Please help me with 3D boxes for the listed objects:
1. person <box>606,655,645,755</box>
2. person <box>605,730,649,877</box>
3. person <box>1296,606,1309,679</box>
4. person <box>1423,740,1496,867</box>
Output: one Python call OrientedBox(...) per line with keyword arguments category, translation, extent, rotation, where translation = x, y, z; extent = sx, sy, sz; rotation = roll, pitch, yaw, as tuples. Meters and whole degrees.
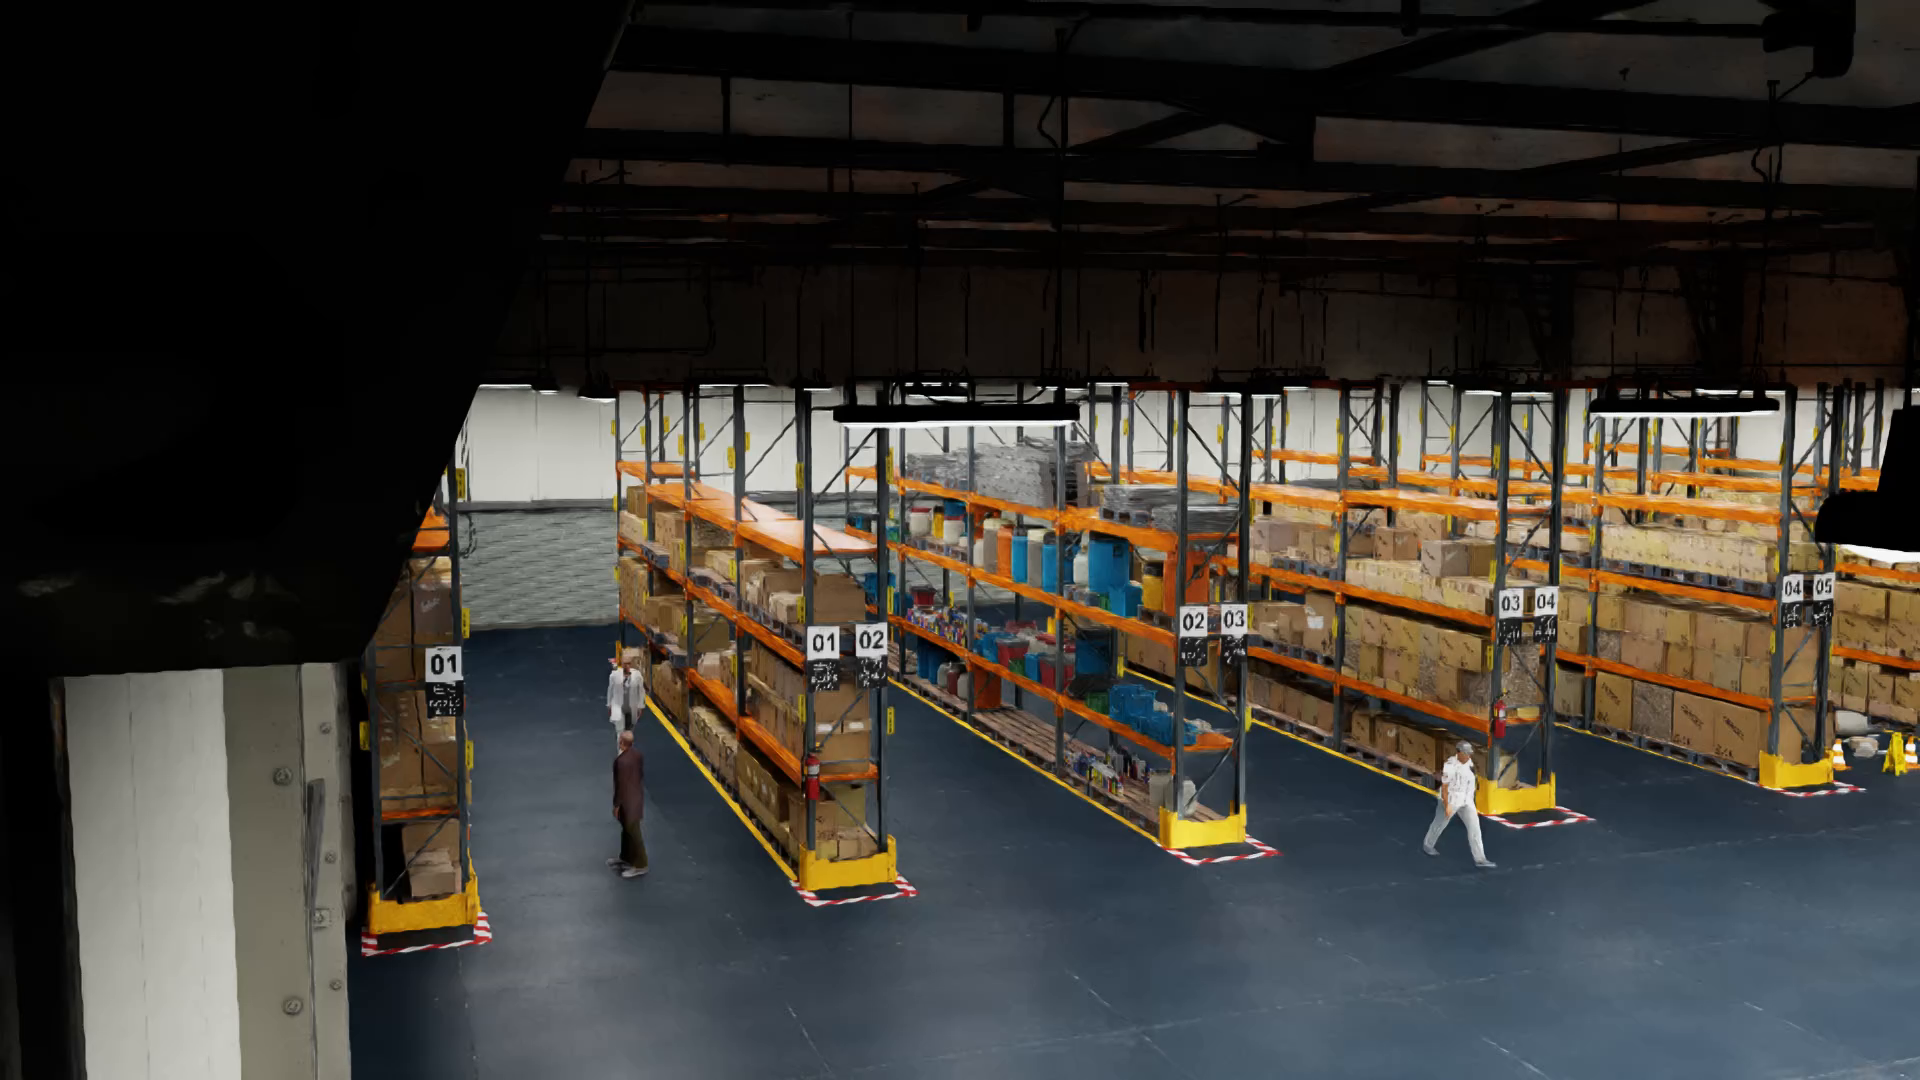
OrientedBox(category="person", translation=(-5.311, 2.660, 26.515), extent=(0.589, 1.693, 1.175), rotation=(-2, 6, -21))
OrientedBox(category="person", translation=(-4.166, 3.246, 20.710), extent=(0.630, 1.765, 0.677), rotation=(1, 6, 7))
OrientedBox(category="person", translation=(6.637, 2.094, 32.304), extent=(0.677, 1.674, 0.534), rotation=(-2, 6, -22))
OrientedBox(category="person", translation=(6.310, 3.303, 21.078), extent=(0.496, 1.580, 1.090), rotation=(-2, 6, -21))
